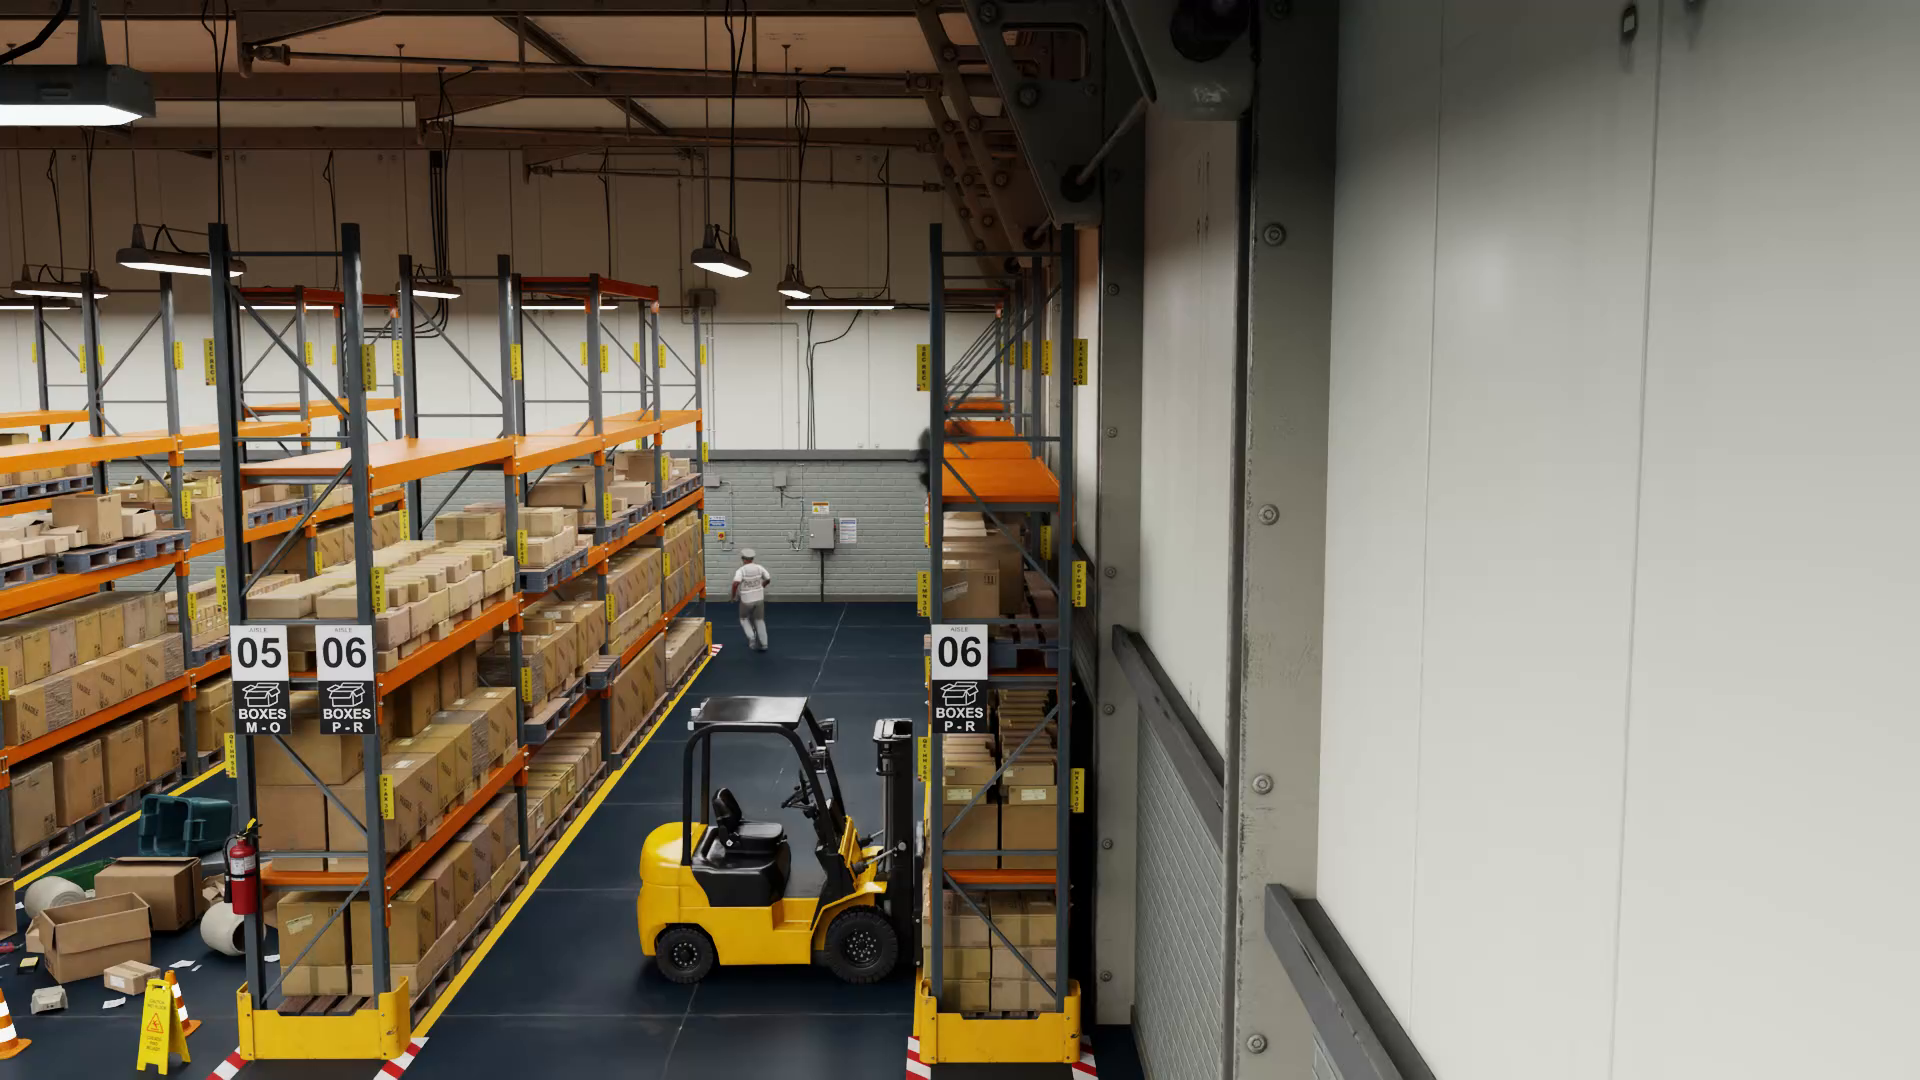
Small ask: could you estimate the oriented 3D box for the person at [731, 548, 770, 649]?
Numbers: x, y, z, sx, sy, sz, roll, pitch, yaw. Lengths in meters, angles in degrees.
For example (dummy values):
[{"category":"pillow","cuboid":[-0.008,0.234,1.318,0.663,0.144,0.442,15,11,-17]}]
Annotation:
[{"category":"person","cuboid":[-3.588,1.016,28.286,0.736,1.767,0.613,-3,7,-26]}]
